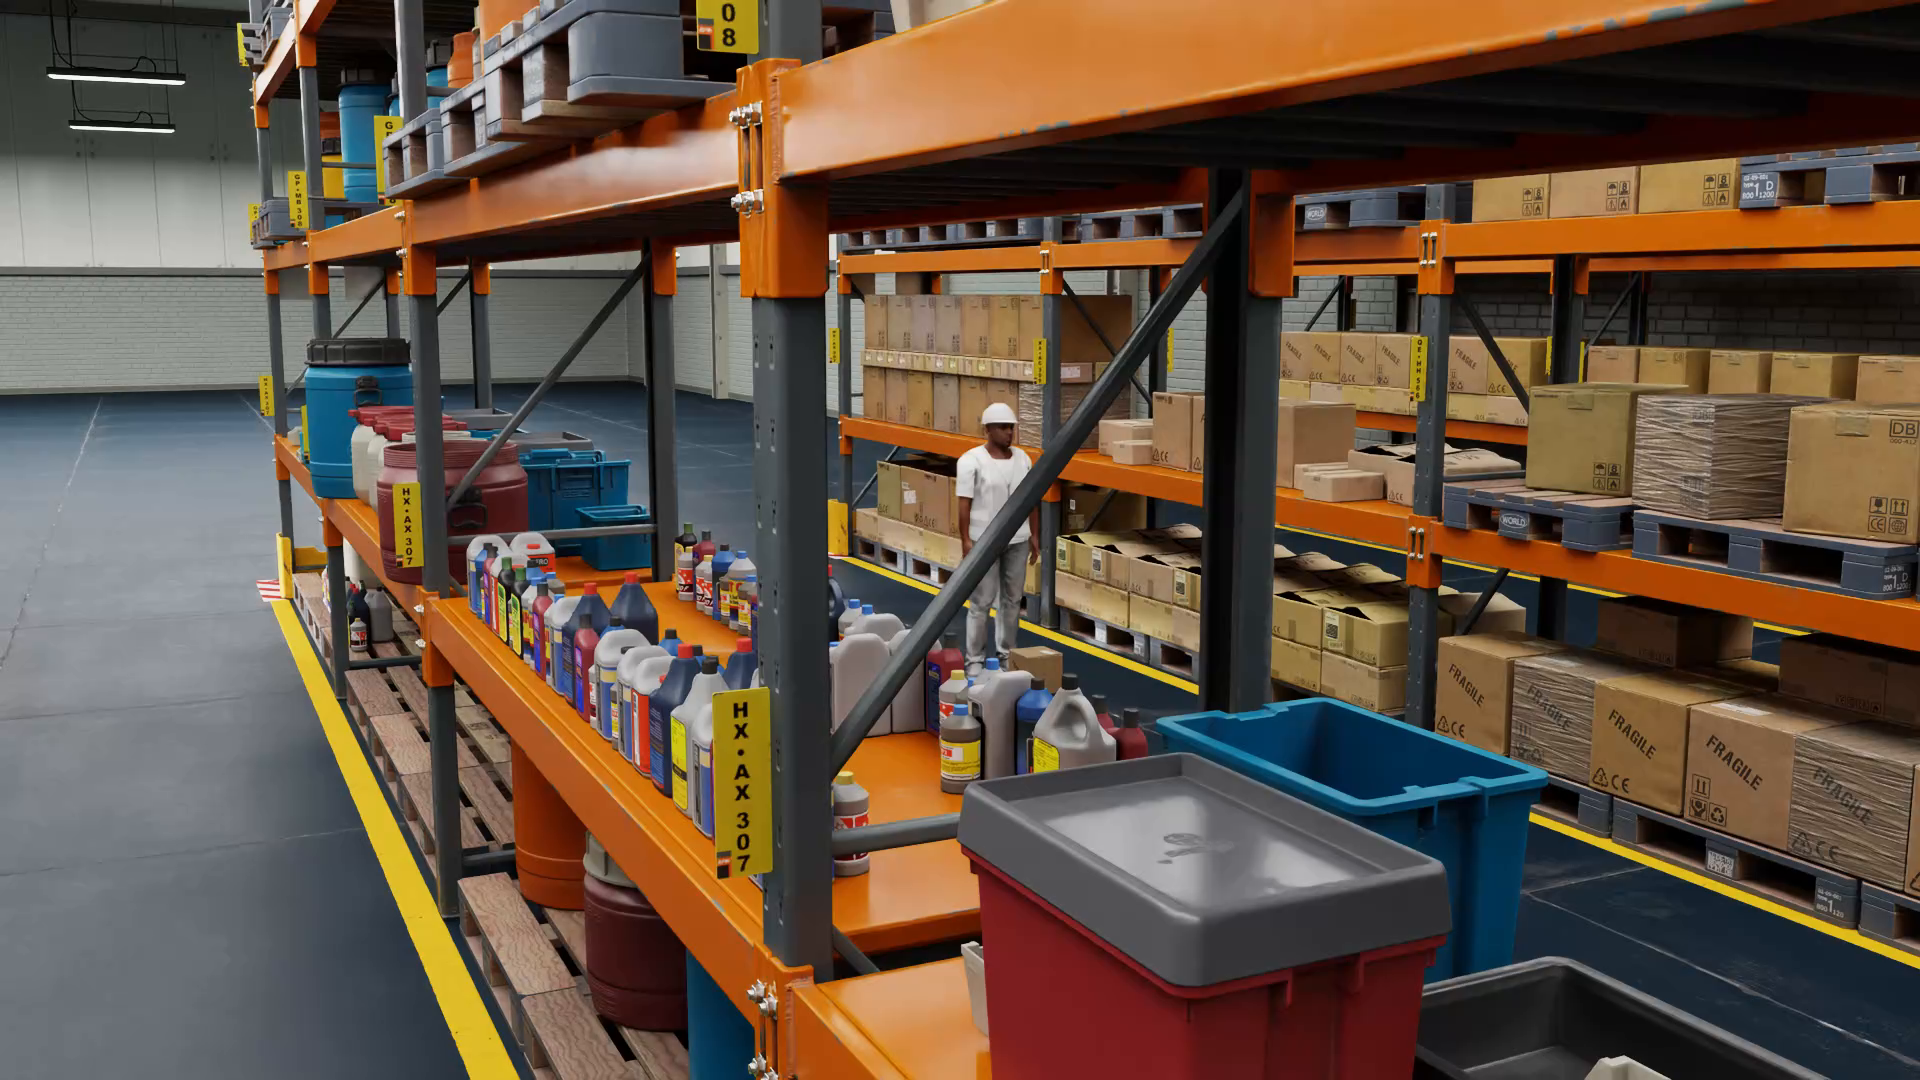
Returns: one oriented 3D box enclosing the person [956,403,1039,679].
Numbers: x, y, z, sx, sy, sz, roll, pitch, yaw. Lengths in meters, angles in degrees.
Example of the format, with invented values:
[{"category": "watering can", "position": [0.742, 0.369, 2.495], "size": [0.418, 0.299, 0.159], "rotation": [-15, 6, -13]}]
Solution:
[{"category": "person", "position": [0.260, 0.005, 10.725], "size": [0.569, 1.767, 0.368], "rotation": [-4, 9, -26]}]
